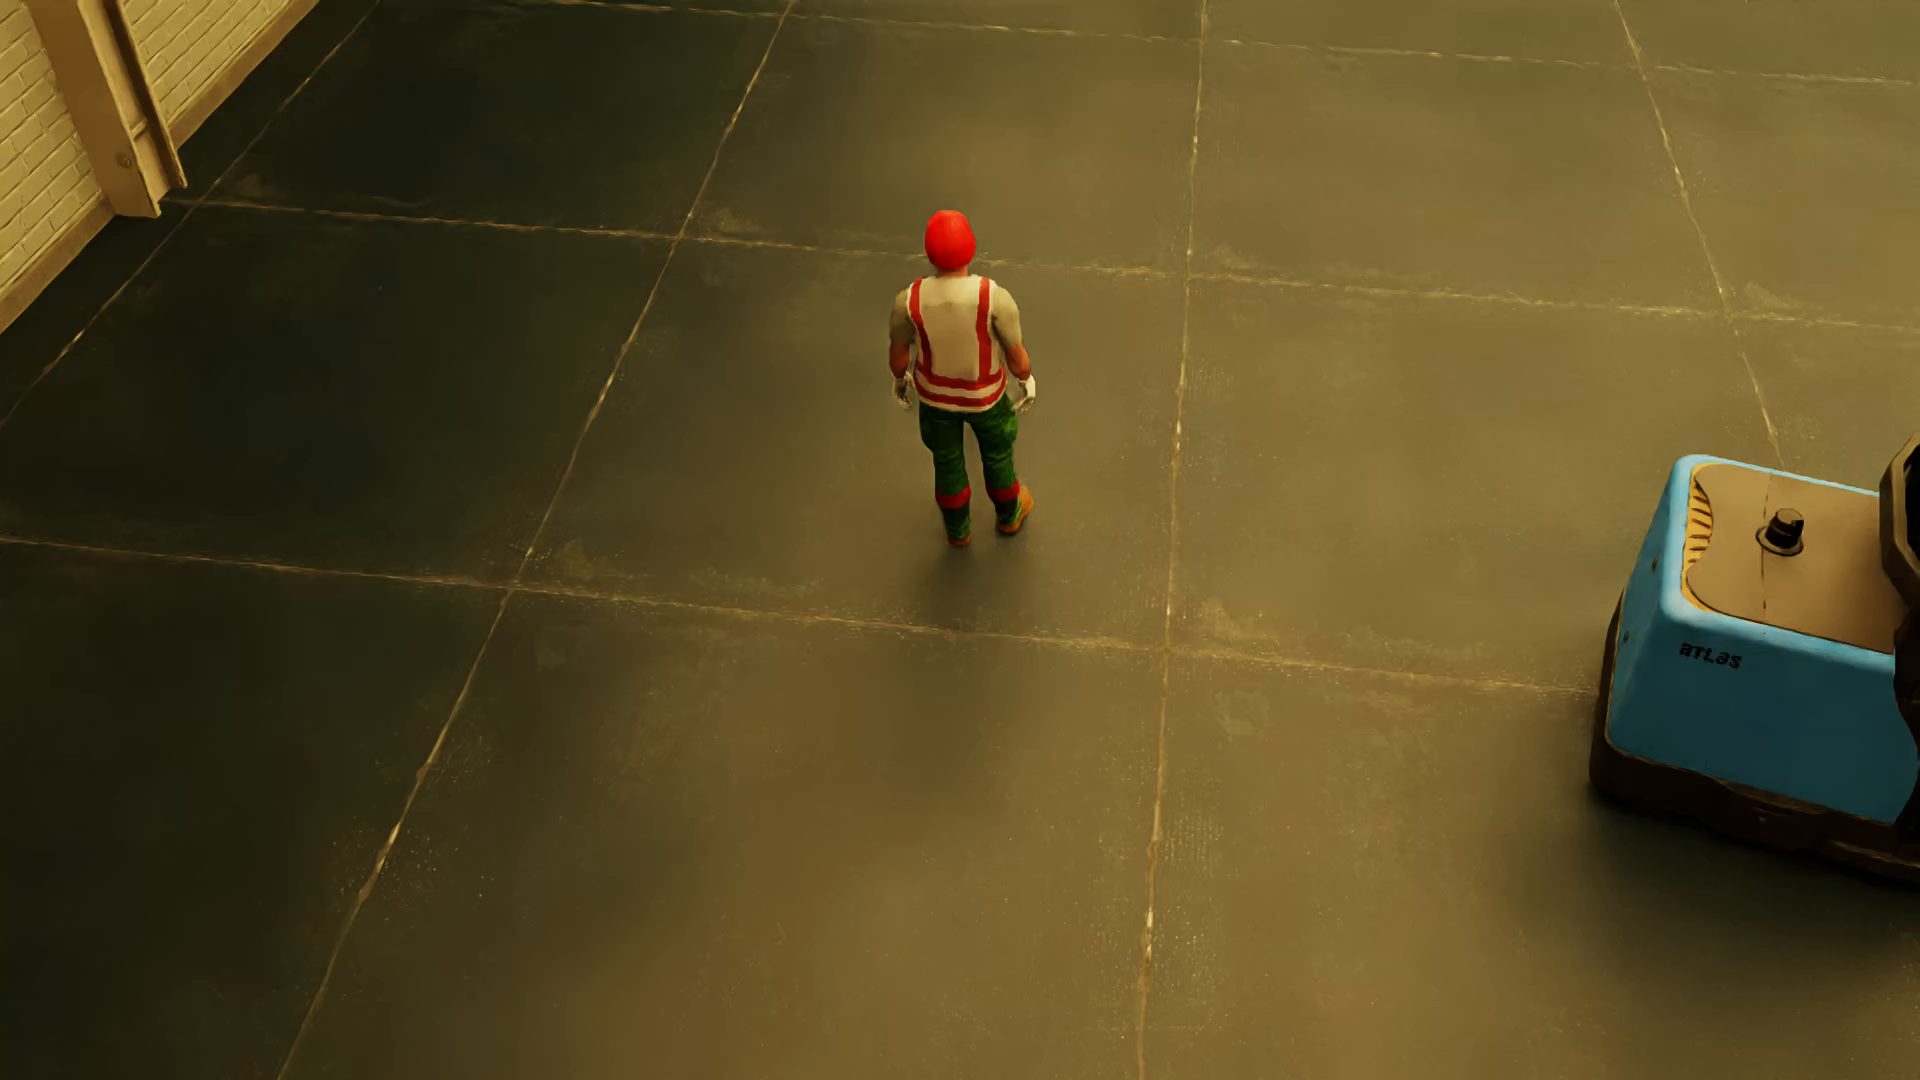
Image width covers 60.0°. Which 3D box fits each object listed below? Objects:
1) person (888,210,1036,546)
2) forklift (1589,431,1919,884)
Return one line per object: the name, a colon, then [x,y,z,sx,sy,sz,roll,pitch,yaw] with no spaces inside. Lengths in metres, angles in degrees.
person: [0.022,-0.717,7.339,0.637,1.787,0.563,5,43,6]
forklift: [4.125,0.008,5.715,3.031,2.935,1.130,15,45,15]
